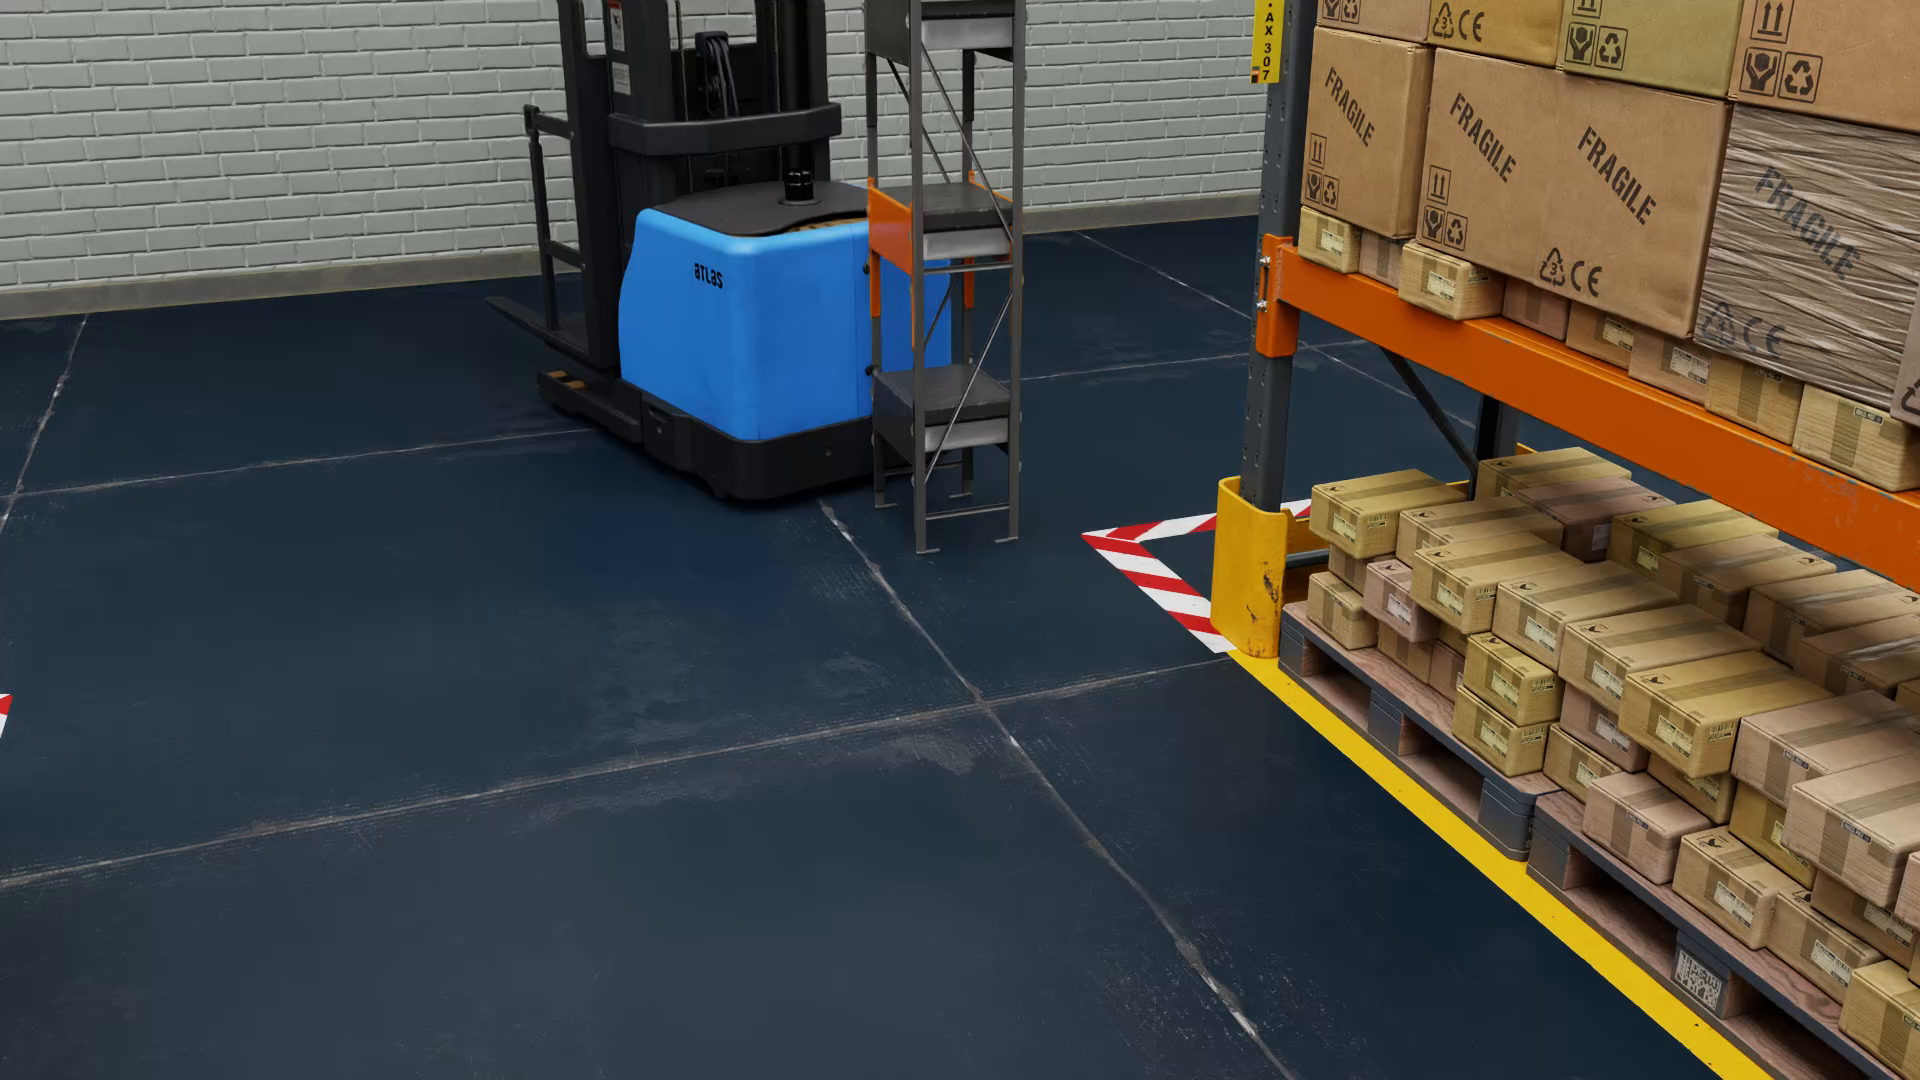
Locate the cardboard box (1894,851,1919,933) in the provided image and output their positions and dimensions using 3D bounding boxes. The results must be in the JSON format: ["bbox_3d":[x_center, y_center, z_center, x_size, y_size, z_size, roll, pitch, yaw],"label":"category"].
[{"bbox_3d":[2.022,0.676,3.149,0.380,0.149,0.250,-10,25,-22],"label":"cardboard box"}]

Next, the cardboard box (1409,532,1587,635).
[{"bbox_3d":[1.448,0.113,4.484,0.380,0.149,0.250,-8,24,-19],"label":"cardboard box"}]

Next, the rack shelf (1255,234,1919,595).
[{"bbox_3d":[2.108,-0.105,3.562,1.077,0.370,4.000,-8,24,-19],"label":"rack shelf"}]

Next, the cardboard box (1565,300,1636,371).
[{"bbox_3d":[1.675,-0.515,3.934,0.380,0.149,0.250,-9,24,-20],"label":"cardboard box"}]

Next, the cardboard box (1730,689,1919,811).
[{"bbox_3d":[1.930,0.474,3.627,0.380,0.149,0.250,-8,24,-19],"label":"cardboard box"}]

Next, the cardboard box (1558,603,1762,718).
[{"bbox_3d":[1.702,0.294,4.055,0.380,0.149,0.250,-7,24,-17],"label":"cardboard box"}]

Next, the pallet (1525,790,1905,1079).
[{"bbox_3d":[2.109,0.892,3.861,1.003,0.211,1.213,-8,24,-19],"label":"pallet"}]

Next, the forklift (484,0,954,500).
[{"bbox_3d":[-1.305,-2.013,7.252,1.130,2.935,3.031,-16,28,-34],"label":"forklift"}]

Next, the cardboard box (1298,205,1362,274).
[{"bbox_3d":[1.209,-0.884,4.810,0.380,0.149,0.250,-9,24,-19],"label":"cardboard box"}]

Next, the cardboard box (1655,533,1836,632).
[{"bbox_3d":[2.103,0.119,4.468,0.380,0.149,0.250,-9,25,-21],"label":"cardboard box"}]

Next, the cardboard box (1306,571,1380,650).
[{"bbox_3d":[1.287,0.192,5.063,0.380,0.149,0.250,-8,24,-18],"label":"cardboard box"}]

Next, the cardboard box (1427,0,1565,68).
[{"bbox_3d":[1.496,-1.425,3.969,0.500,0.500,0.500,-8,24,-17],"label":"cardboard box"}]

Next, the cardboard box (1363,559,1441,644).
[{"bbox_3d":[1.390,0.153,4.771,0.380,0.149,0.250,-8,24,-19],"label":"cardboard box"}]

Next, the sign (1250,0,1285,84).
[{"bbox_3d":[0.894,-1.487,4.802,0.100,0.325,0.005,-8,24,-19],"label":"sign"}]

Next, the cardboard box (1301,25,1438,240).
[{"bbox_3d":[1.302,-1.145,4.593,0.500,0.500,0.500,-7,24,-16],"label":"cardboard box"}]

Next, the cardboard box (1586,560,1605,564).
[{"bbox_3d":[1.897,0.075,4.956,0.380,0.149,0.250,-9,24,-20],"label":"cardboard box"}]

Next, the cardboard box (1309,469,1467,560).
[{"bbox_3d":[1.269,-0.080,4.941,0.380,0.149,0.250,-10,25,-21],"label":"cardboard box"}]

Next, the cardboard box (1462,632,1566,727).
[{"bbox_3d":[1.549,0.338,4.333,0.380,0.149,0.250,-8,24,-17],"label":"cardboard box"}]

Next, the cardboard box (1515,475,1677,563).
[{"bbox_3d":[1.860,-0.060,4.894,0.380,0.149,0.250,-8,24,-18],"label":"cardboard box"}]

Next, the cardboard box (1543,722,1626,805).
[{"bbox_3d":[1.717,0.552,4.207,0.380,0.149,0.250,-8,24,-19],"label":"cardboard box"}]

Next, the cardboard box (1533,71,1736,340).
[{"bbox_3d":[1.676,-0.774,3.713,0.500,0.500,0.500,-8,24,-18],"label":"cardboard box"}]

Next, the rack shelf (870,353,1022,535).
[{"bbox_3d":[-0.058,-0.370,6.262,0.431,0.518,0.480,-8,24,-19],"label":"rack shelf"}]

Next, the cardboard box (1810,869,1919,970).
[{"bbox_3d":[2.006,0.717,3.434,0.380,0.149,0.250,-10,25,-21],"label":"cardboard box"}]

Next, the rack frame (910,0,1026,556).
[{"bbox_3d":[0.028,-0.939,5.775,0.400,2.100,0.015,-8,24,-19],"label":"rack frame"}]

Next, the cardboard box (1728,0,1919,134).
[{"bbox_3d":[1.842,-1.048,3.075,0.500,0.500,0.500,-9,25,-21],"label":"cardboard box"}]

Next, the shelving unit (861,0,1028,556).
[{"bbox_3d":[-0.058,-1.028,5.985,0.431,2.100,0.503,-8,24,-19],"label":"shelving unit"}]

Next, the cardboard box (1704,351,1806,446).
[{"bbox_3d":[1.808,-0.325,3.481,0.380,0.149,0.250,-7,24,-17],"label":"cardboard box"}]

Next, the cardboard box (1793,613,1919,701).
[{"bbox_3d":[2.239,0.320,3.992,0.380,0.149,0.250,-9,25,-21],"label":"cardboard box"}]

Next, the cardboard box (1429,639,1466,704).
[{"bbox_3d":[1.550,0.365,4.652,0.380,0.149,0.250,-8,24,-18],"label":"cardboard box"}]

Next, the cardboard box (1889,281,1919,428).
[{"bbox_3d":[2.022,-0.399,2.823,0.500,0.500,0.500,-8,24,-19],"label":"cardboard box"}]

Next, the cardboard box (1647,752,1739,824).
[{"bbox_3d":[1.866,0.514,3.915,0.380,0.149,0.250,-7,24,-16],"label":"cardboard box"}]

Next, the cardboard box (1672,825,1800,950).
[{"bbox_3d":[1.846,0.752,3.734,0.380,0.149,0.250,-8,24,-19],"label":"cardboard box"}]

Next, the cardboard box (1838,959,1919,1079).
[{"bbox_3d":[1.991,0.939,3.290,0.380,0.149,0.250,-8,24,-19],"label":"cardboard box"}]

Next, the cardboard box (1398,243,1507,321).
[{"bbox_3d":[1.383,-0.692,4.354,0.380,0.149,0.250,-9,24,-20],"label":"cardboard box"}]
